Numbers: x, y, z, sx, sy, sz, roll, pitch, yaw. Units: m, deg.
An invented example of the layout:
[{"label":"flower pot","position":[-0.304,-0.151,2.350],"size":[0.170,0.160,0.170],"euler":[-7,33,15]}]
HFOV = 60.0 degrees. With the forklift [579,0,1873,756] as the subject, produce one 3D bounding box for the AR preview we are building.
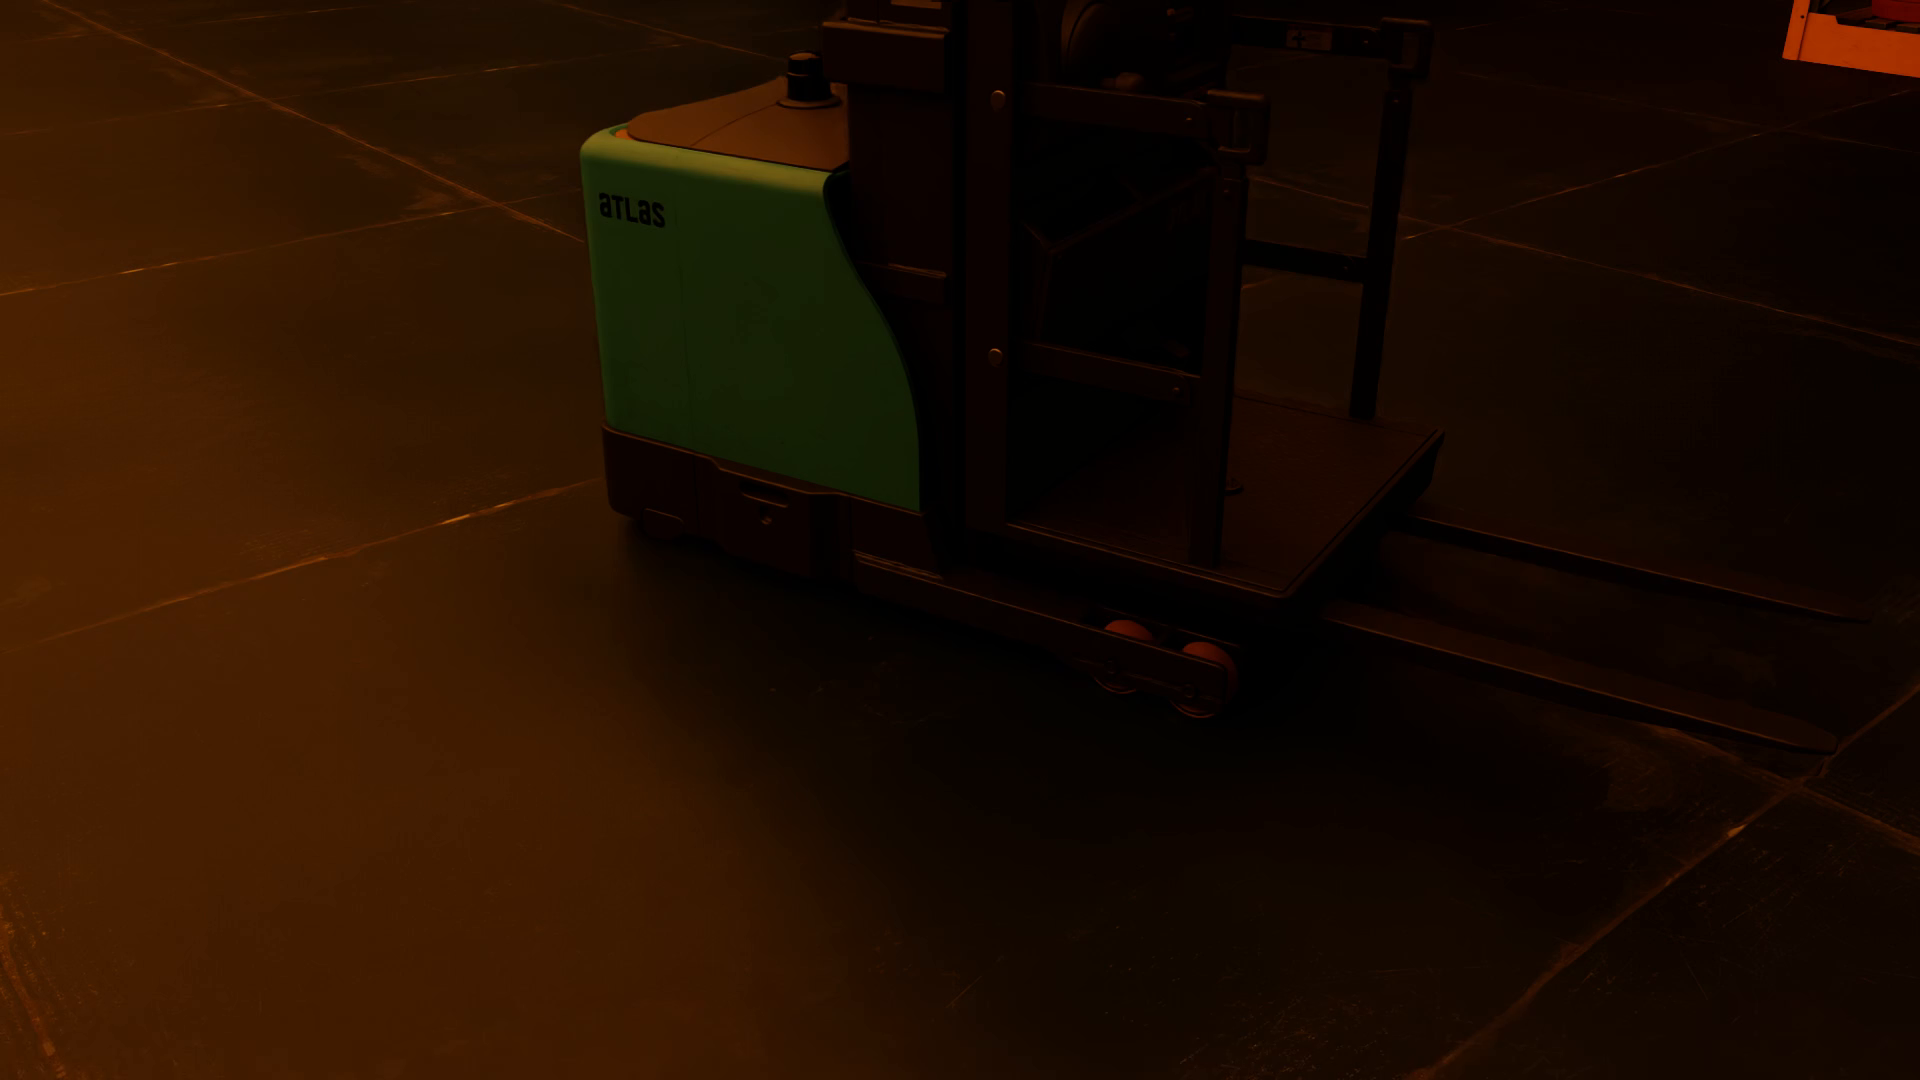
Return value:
[{"label":"forklift","position":[0.560,-1.186,3.594],"size":[3.031,2.935,1.130],"euler":[15,30,28]}]
